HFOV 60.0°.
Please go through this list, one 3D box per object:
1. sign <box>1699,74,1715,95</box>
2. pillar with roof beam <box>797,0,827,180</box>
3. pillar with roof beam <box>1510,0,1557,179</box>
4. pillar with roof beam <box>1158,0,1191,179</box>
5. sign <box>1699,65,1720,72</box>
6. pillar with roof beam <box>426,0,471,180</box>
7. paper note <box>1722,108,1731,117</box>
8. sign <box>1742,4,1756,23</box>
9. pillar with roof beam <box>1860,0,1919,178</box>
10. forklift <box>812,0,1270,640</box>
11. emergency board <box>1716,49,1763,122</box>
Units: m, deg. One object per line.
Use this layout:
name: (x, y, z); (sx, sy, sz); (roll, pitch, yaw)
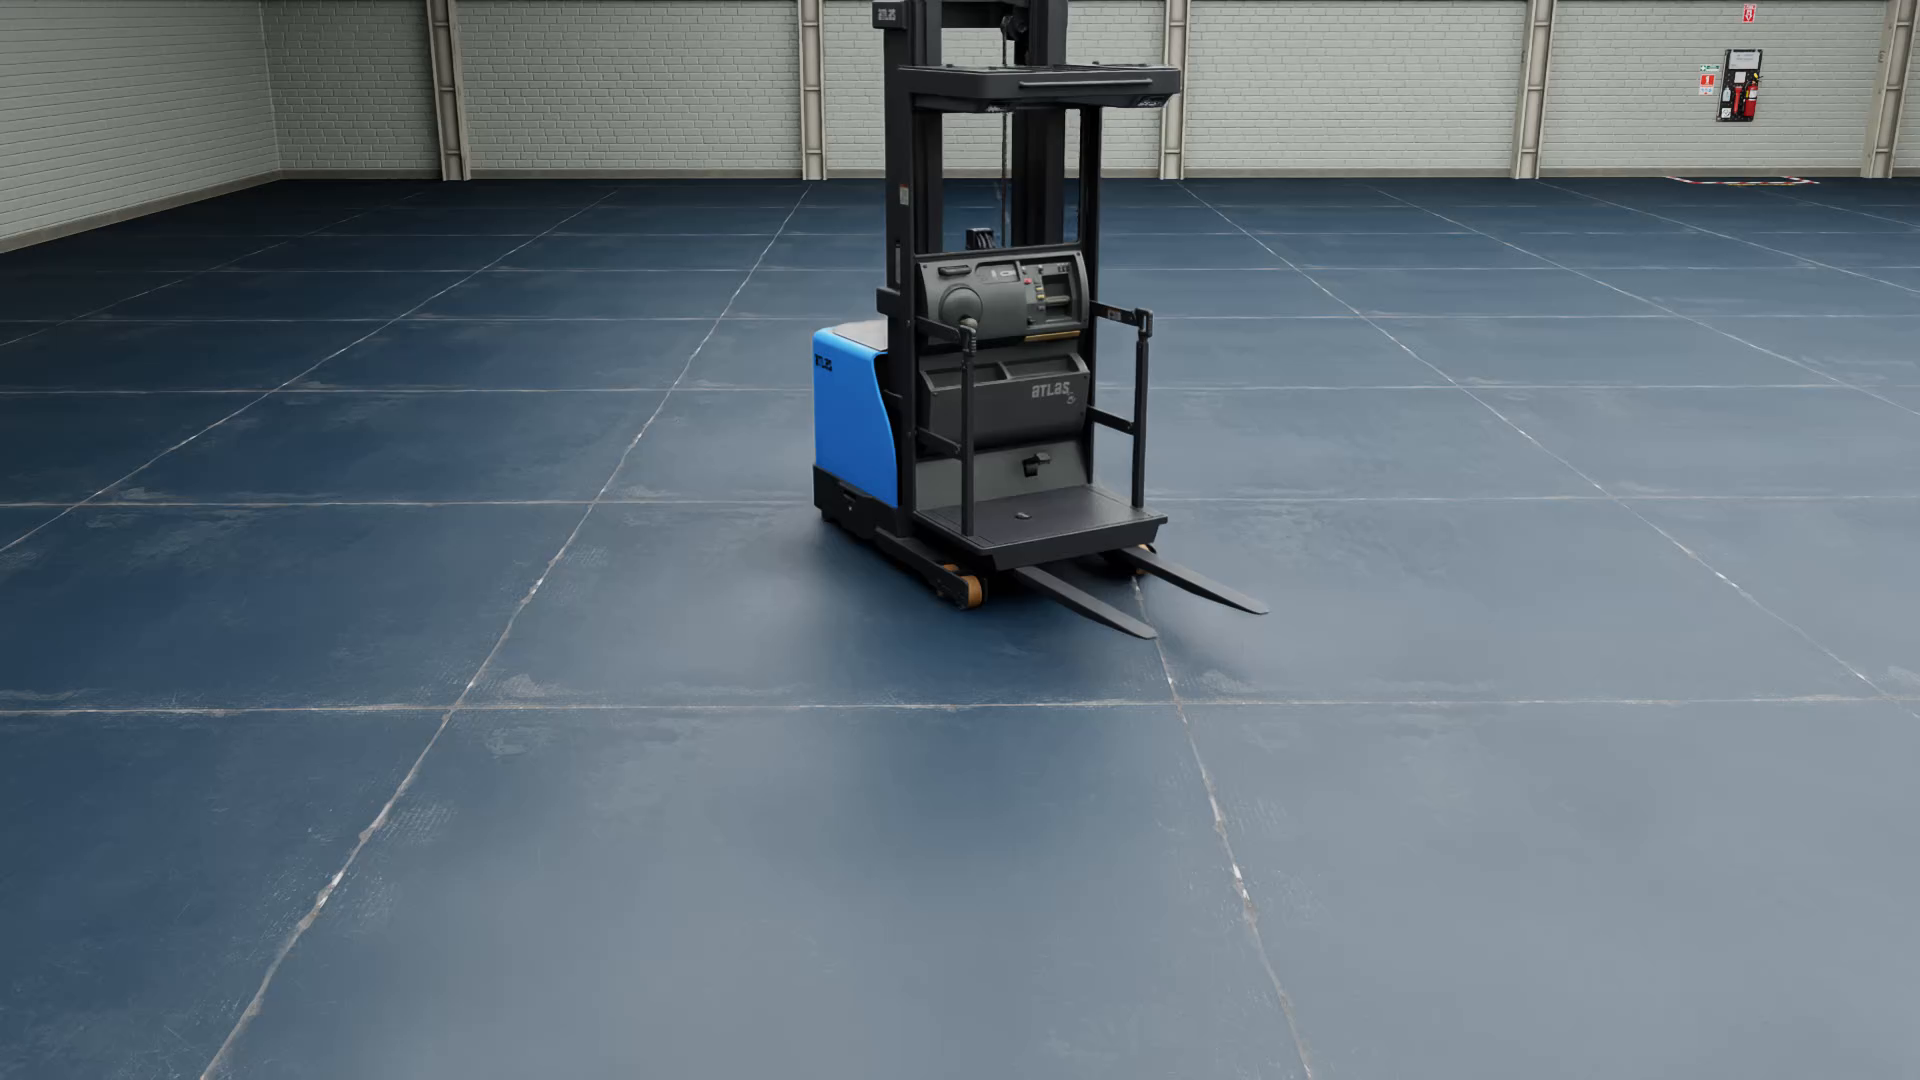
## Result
sign: (12.531, -7.640, 27.894); (0.234, 0.329, 0.001); (0, 18, -1)
pillar with roof beam: (-2.373, -9.049, 22.525); (0.400, 9.000, 9.100); (0, 18, -1)
pillar with roof beam: (9.625, -9.107, 22.705); (0.400, 9.000, 9.100); (0, 18, -1)
pillar with roof beam: (3.626, -9.078, 22.615); (0.400, 9.000, 9.100); (0, 18, -1)
sign: (12.535, -7.889, 27.805); (0.331, 0.109, 0.001); (0, 18, -1)
pillar with roof beam: (-8.372, -9.020, 22.435); (0.400, 9.000, 9.100); (0, 18, -1)
paper note: (12.907, -7.195, 28.007); (0.142, 0.148, 0.016); (0, 18, -1)
sign: (13.076, -8.728, 27.550); (0.199, 0.298, 0.001); (0, 18, -1)
pillar with roof beam: (15.625, -9.136, 22.795); (0.400, 9.000, 9.100); (0, 18, -1)
forklift: (0.334, -1.220, 8.052); (1.130, 2.935, 3.031); (-10, 20, -28)
emergency board: (13.085, -7.594, 27.810); (0.643, 1.169, 0.194); (0, 18, -1)
